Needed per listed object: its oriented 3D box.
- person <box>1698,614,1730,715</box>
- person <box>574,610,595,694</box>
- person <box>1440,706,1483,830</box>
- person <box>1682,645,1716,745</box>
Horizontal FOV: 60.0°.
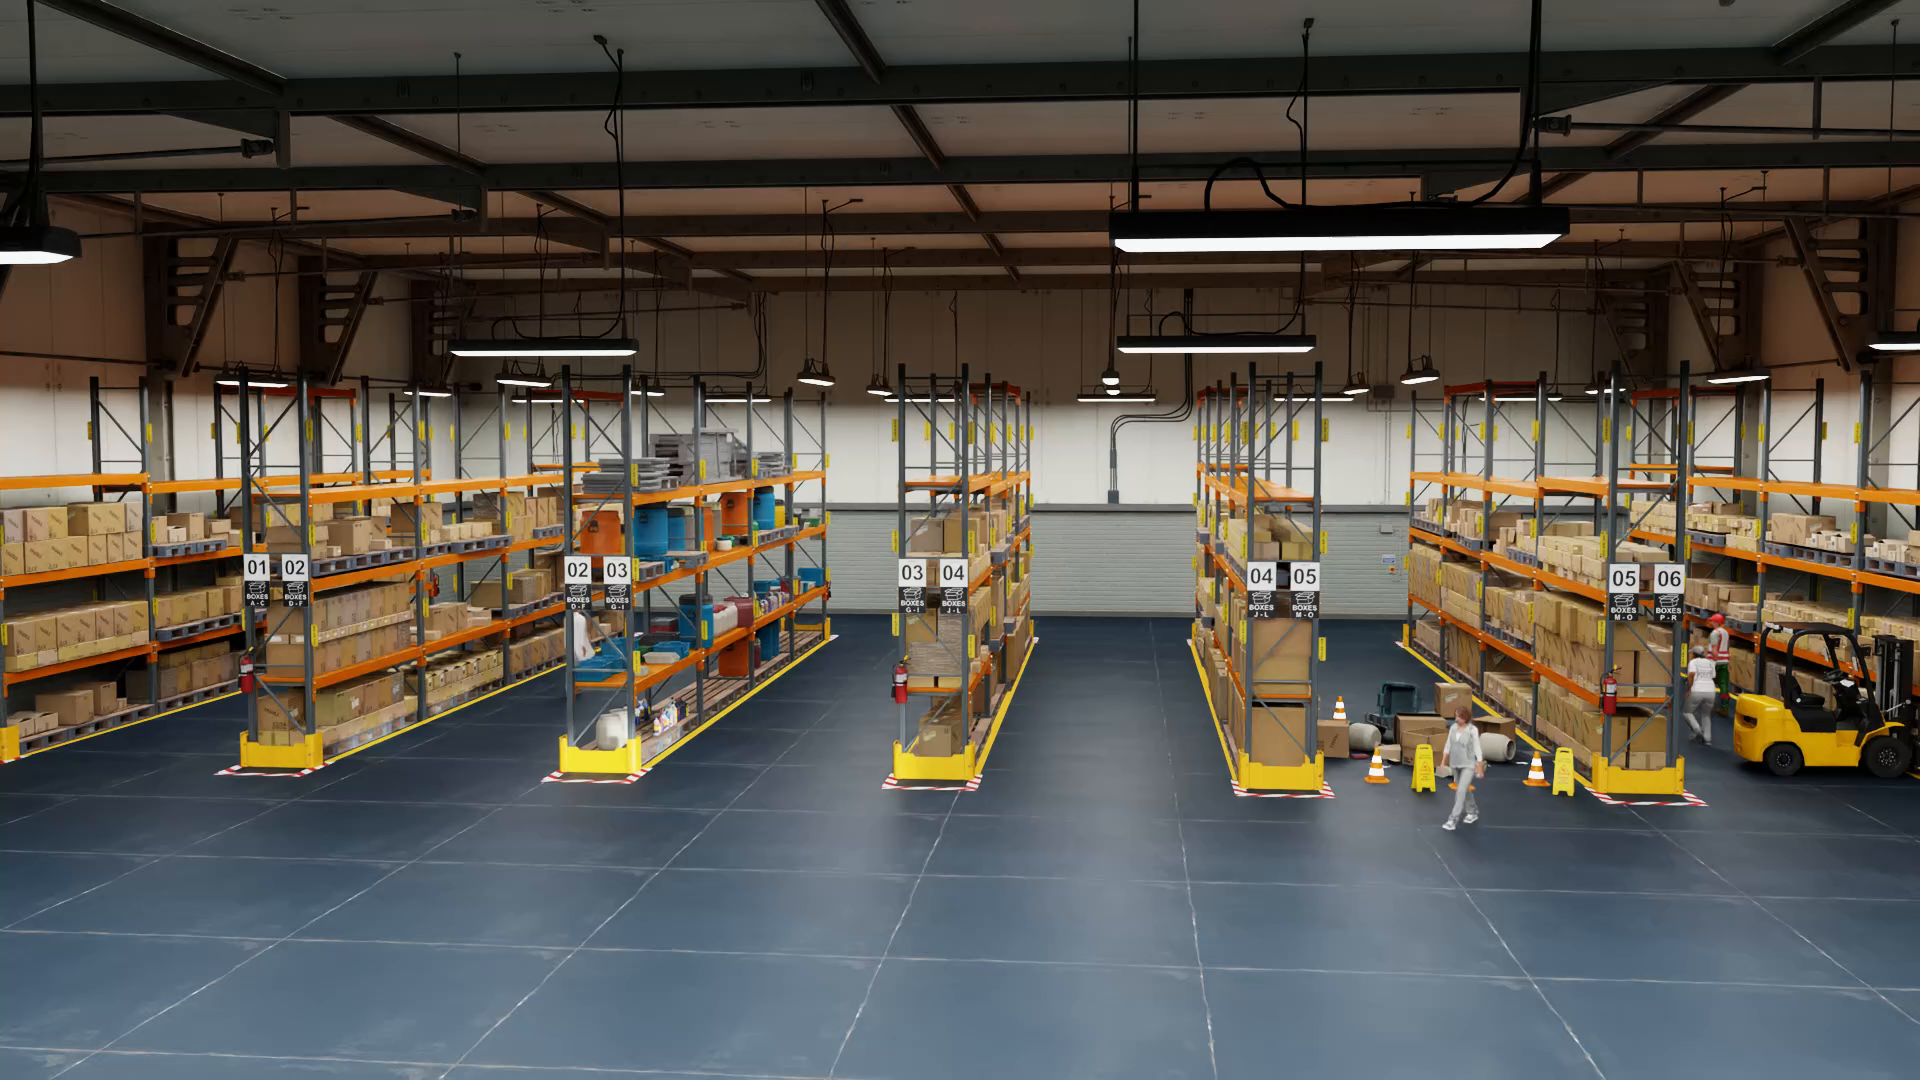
[{"bbox_3d":[13.516,2.222,29.577,0.509,1.806,0.543,-1,4,-9],"label":"person"},{"bbox_3d":[-7.336,2.061,31.918,0.615,1.768,0.555,1,4,20],"label":"person"},{"bbox_3d":[6.303,2.865,21.015,0.979,1.540,0.442,-3,5,-36],"label":"person"},{"bbox_3d":[11.991,2.502,26.956,0.539,1.558,0.707,0,4,6],"label":"person"}]
